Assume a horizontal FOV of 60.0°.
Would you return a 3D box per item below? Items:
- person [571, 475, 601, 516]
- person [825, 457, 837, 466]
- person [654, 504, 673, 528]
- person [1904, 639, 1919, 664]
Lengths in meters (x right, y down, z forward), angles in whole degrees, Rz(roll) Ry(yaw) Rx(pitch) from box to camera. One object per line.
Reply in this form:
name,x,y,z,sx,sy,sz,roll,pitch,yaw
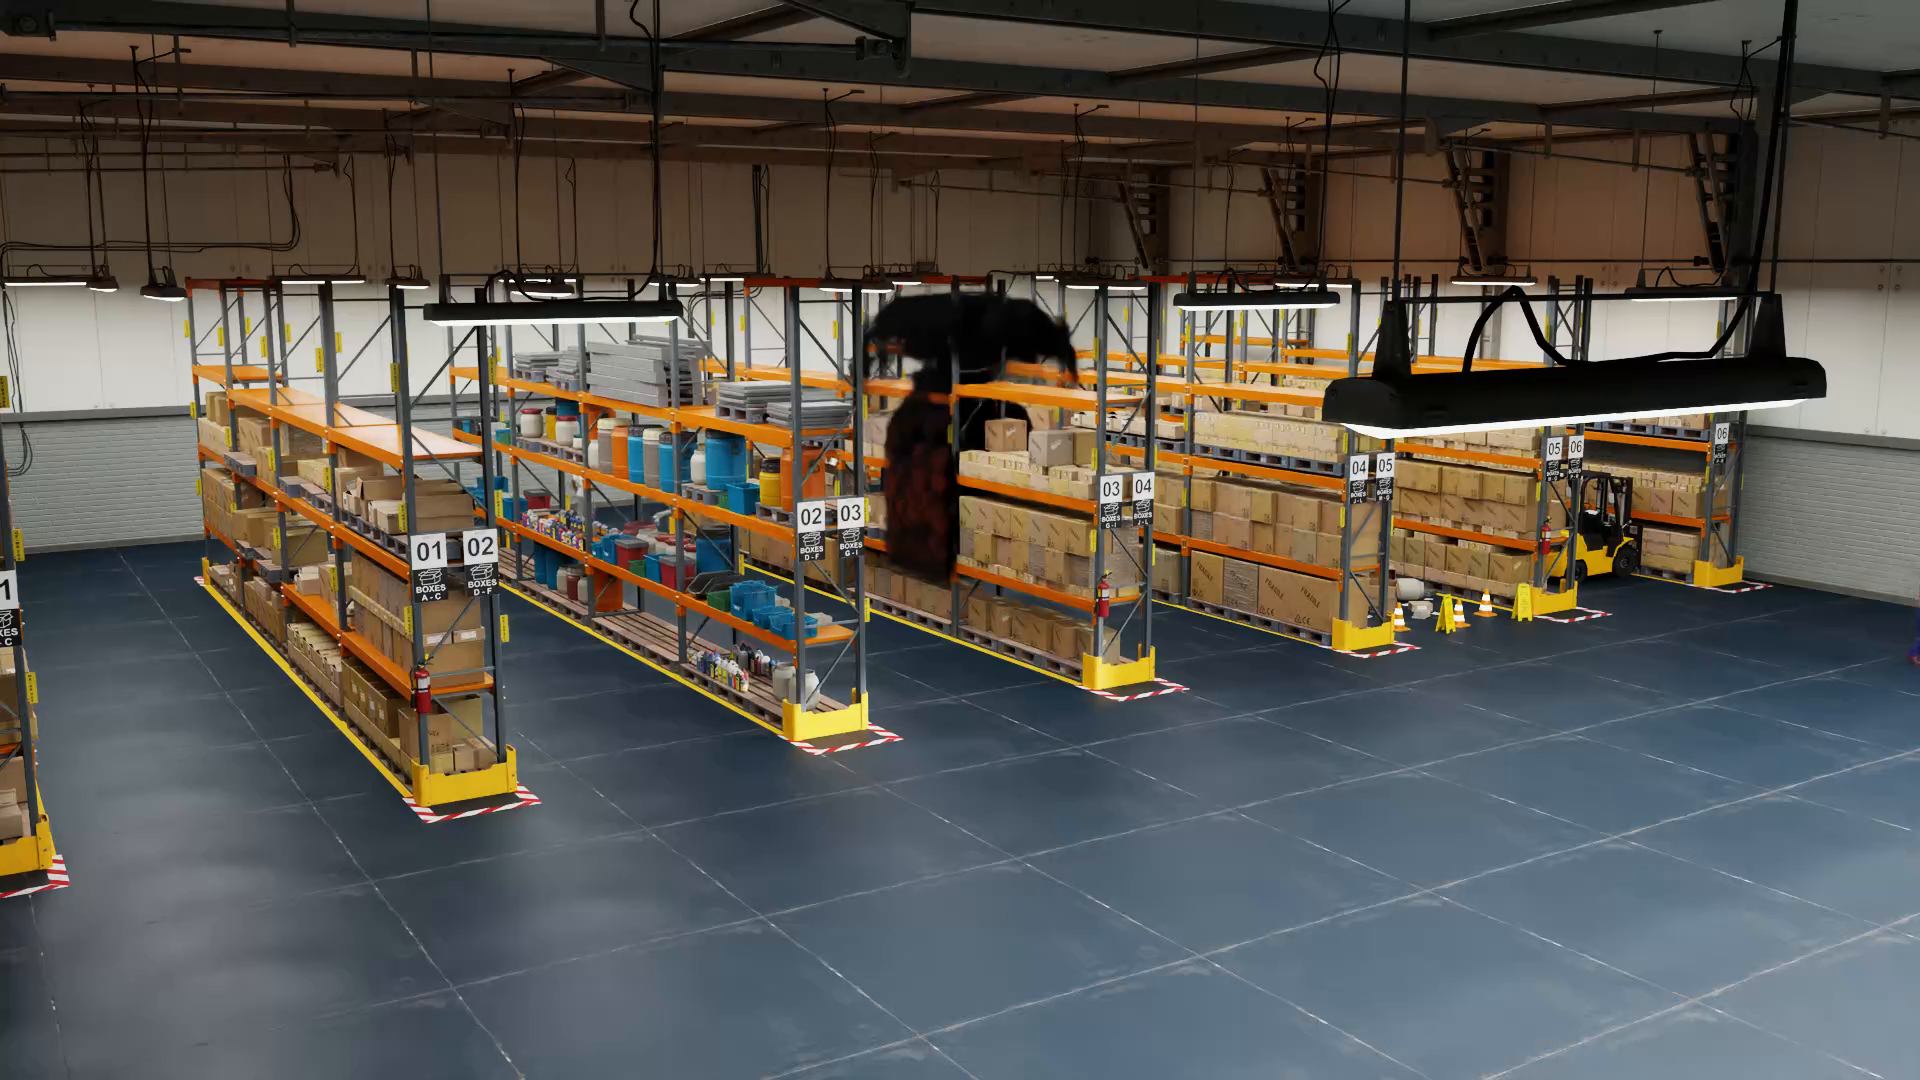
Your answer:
person,-8.778,-0.991,38.870,0.798,1.722,0.536,-3,10,-17
person,-3.279,-1.443,41.339,0.670,1.765,0.841,1,10,5
person,-6.935,-0.989,39.280,0.637,1.572,0.561,-3,10,-20
person,15.285,1.216,25.965,0.831,1.676,0.626,6,11,31
